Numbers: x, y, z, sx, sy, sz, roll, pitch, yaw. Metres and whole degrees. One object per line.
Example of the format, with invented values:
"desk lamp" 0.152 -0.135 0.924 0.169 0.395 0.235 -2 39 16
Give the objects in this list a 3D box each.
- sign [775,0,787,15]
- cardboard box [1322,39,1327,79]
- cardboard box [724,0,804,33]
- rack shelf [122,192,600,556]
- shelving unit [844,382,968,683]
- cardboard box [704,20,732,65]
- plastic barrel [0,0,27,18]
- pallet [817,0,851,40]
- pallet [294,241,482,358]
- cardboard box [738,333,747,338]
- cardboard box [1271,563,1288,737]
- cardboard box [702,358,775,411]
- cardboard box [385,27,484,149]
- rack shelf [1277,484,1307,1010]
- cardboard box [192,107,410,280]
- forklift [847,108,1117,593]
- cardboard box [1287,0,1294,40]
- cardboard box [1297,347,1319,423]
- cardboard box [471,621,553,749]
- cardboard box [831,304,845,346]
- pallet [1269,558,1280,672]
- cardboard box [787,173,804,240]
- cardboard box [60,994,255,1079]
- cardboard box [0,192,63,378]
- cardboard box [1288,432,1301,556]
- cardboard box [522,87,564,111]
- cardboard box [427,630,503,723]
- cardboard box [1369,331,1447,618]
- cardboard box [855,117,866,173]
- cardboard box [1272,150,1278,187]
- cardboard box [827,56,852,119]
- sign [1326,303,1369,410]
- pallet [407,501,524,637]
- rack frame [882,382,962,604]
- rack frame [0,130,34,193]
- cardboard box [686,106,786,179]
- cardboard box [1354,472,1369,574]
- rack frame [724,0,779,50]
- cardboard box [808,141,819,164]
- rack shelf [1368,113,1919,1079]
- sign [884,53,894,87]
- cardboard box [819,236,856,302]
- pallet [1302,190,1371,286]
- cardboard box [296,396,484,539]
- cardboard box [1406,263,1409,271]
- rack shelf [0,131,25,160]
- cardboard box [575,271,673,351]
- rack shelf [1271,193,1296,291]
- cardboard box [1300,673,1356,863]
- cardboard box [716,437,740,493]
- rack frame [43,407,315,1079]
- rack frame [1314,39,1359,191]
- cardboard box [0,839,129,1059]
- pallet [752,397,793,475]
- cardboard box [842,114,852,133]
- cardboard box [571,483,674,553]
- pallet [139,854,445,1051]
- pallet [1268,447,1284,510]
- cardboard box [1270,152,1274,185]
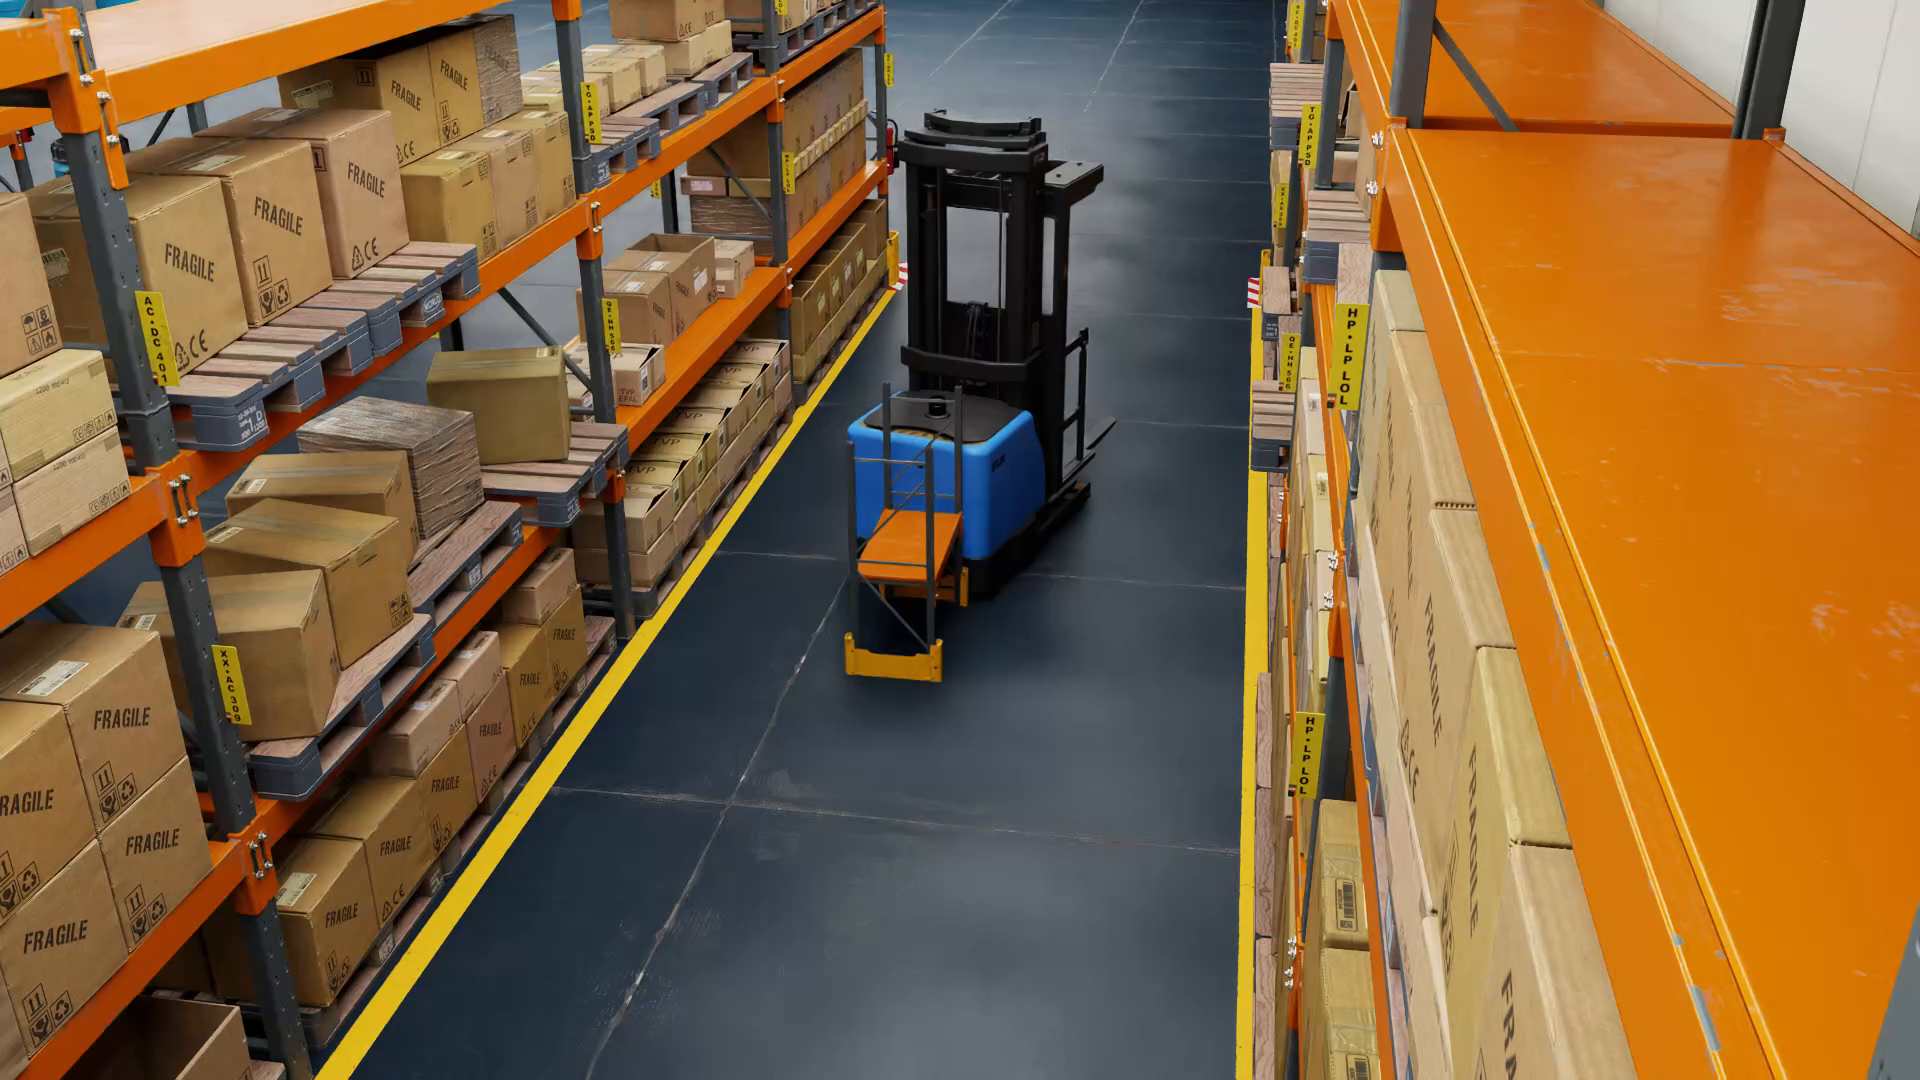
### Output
"sign" -1.365 -4.157 12.618 0.100 0.325 0.005 4 25 9
"cardboard box" 2.817 -3.485 11.549 0.500 0.500 0.500 8 26 16
"cardboard box" -1.560 -4.305 13.137 0.500 0.500 0.500 6 26 13
"rack shelf" -2.883 -0.979 7.657 1.077 0.370 4.000 4 25 9
"shelving unit" -0.319 -0.069 10.172 0.587 1.500 1.083 4 25 8
"cardboard box" -2.012 -3.679 12.259 0.500 0.250 0.500 7 26 14
"plastic barrel" -6.871 -3.611 11.841 0.600 0.901 0.708 4 25 9
"pallet" -1.586 -4.641 14.737 1.003 0.211 1.213 4 25 9
"pallet" -2.867 -1.085 7.257 1.213 0.211 1.003 4 25 9
"cardboard box" -2.042 -1.609 14.442 0.500 0.250 0.500 4 25 9
"cardboard box" 2.082 0.641 8.927 0.750 0.750 0.750 4 25 8
"cardboard box" -1.764 -1.247 13.006 0.500 0.311 0.500 5 25 10
"cardboard box" -2.717 -2.244 8.214 0.500 0.500 0.500 4 25 9
"rack shelf" 2.005 0.722 7.563 1.077 0.370 4.000 4 25 9
"cardboard box" -2.839 -1.512 7.217 0.600 0.600 0.600 3 25 6
"forklift" 0.320 -1.579 11.710 1.130 2.935 3.031 11 27 22
"cardboard box" 3.134 -4.637 14.483 0.500 0.500 0.500 5 26 11
"cardboard box" 1.999 -0.785 8.557 0.500 0.250 0.500 5 25 10
"cardboard box" -2.562 0.774 9.031 0.500 0.500 0.500 3 25 7
"cardboard box" -1.354 -1.991 15.257 0.500 0.250 0.500 4 25 9
"pallet" 2.461 0.495 10.487 1.003 0.211 1.213 4 25 9
"cardboard box" -1.756 -2.908 14.350 0.700 0.500 0.500 4 25 8
"cardboard box" -3.023 2.081 6.239 0.500 0.500 0.500 4 25 9
"cardboard box" -3.251 -0.760 5.044 0.700 0.500 0.500 4 25 9
"cardboard box" 1.905 -0.226 8.246 0.500 0.500 0.500 5 26 10
"cardboard box" -2.537 -2.457 9.648 0.500 0.250 0.500 2 25 5
"cardboard box" -2.645 0.670 8.369 0.500 0.250 0.500 4 25 8
"cardboard box" 1.207 -0.139 3.695 0.500 0.500 0.500 3 25 7
"cardboard box" -1.337 -3.979 16.639 0.700 0.500 0.500 4 25 9
"cardboard box" 3.084 -3.467 14.931 0.500 0.500 0.500 3 25 7
"cardboard box" -1.426 -4.324 15.846 0.700 0.500 0.500 3 25 7
"sign" 1.141 -0.537 4.883 0.100 0.325 0.005 4 25 9
"pallet" -2.869 0.118 8.230 1.003 0.211 1.213 4 25 9
"rack frame" -0.236 -0.285 10.635 0.500 1.500 0.032 4 25 8
"rack frame" -11.021 -4.816 18.545 1.000 3.000 0.127 4 25 9
"cardboard box" -1.836 -3.274 13.603 0.700 0.500 0.500 4 25 9
"cardboard box" 1.305 -0.023 4.331 0.500 0.250 0.500 4 25 8
"rack frame" -1.902 -5.172 12.230 1.000 3.000 0.127 4 25 9
"cardboard box" -1.460 -3.433 14.706 0.380 0.149 0.250 3 25 7
"rack shelf" 1.351 -0.141 2.802 1.077 0.370 4.000 4 25 9
"sign" -0.715 -4.717 16.687 0.100 0.325 0.005 4 25 9
"cardboard box" -1.274 -2.540 15.545 0.500 0.500 0.500 4 25 9
"pallet" 2.279 -1.441 8.019 1.213 0.211 1.003 5 26 11
"cardboard box" -2.885 -0.377 8.449 0.700 0.500 0.500 9 27 18
"cardboard box" 1.957 -0.969 6.150 0.700 0.500 0.500 4 25 8
"rack shelf" -11.348 -3.654 16.911 1.077 0.370 4.000 4 25 9
"cardboard box" -2.298 -1.531 11.408 0.500 0.500 0.500 3 25 6
"rack shelf" 3.312 -2.624 14.711 1.077 0.370 4.000 4 25 9
"cardboard box" 1.505 0.833 5.985 0.500 0.500 0.500 4 25 8
"cardboard box" -1.936 -0.569 12.219 0.500 0.250 0.500 5 25 10
"rack frame" -3.209 0.891 6.353 1.000 3.000 0.127 4 25 9
"rack frame" 2.332 -3.158 7.926 1.000 3.000 0.127 4 25 9
"cardboard box" -3.121 1.288 5.387 0.500 0.500 0.500 5 25 10
"pallet" -1.984 -0.882 13.429 1.003 0.211 1.213 4 25 9
"cardboard box" -1.249 -3.973 15.860 0.380 0.149 0.250 4 25 9
"cardboard box" -2.180 -0.180 10.727 0.500 0.311 0.500 5 26 10
"pallet" -3.114 1.811 7.677 1.003 0.211 1.213 4 25 9
"pallet" 2.860 -0.525 12.667 1.003 0.211 1.213 4 25 9
"cardboard box" 3.246 -3.546 15.984 0.500 0.250 0.500 3 25 7
